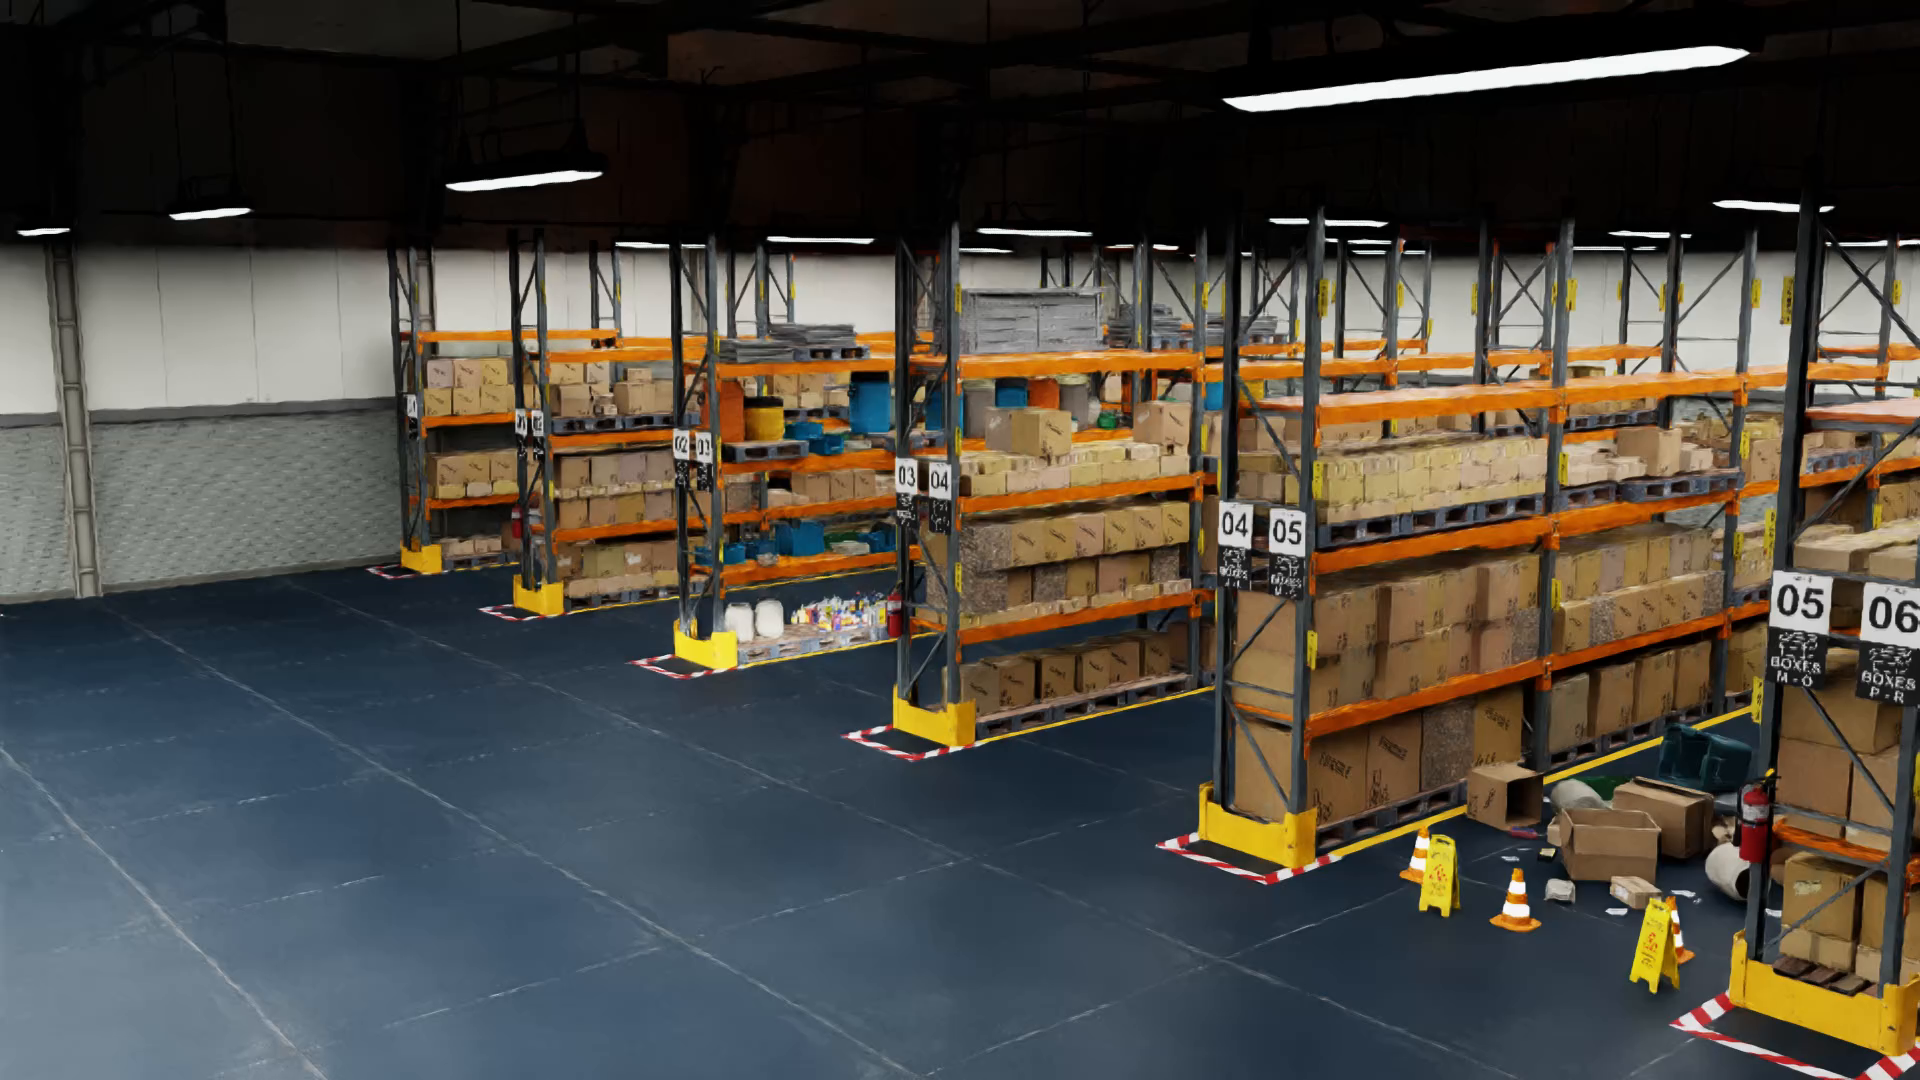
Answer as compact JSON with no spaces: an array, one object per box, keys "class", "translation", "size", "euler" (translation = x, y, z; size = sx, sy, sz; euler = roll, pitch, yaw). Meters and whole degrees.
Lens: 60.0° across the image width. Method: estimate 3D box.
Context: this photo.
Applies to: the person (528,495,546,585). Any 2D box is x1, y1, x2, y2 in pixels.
[{"class":"person","translation":[-7.214,0.030,28.276],"size":[0.467,1.599,0.449],"euler":[-1,9,-10]}]
